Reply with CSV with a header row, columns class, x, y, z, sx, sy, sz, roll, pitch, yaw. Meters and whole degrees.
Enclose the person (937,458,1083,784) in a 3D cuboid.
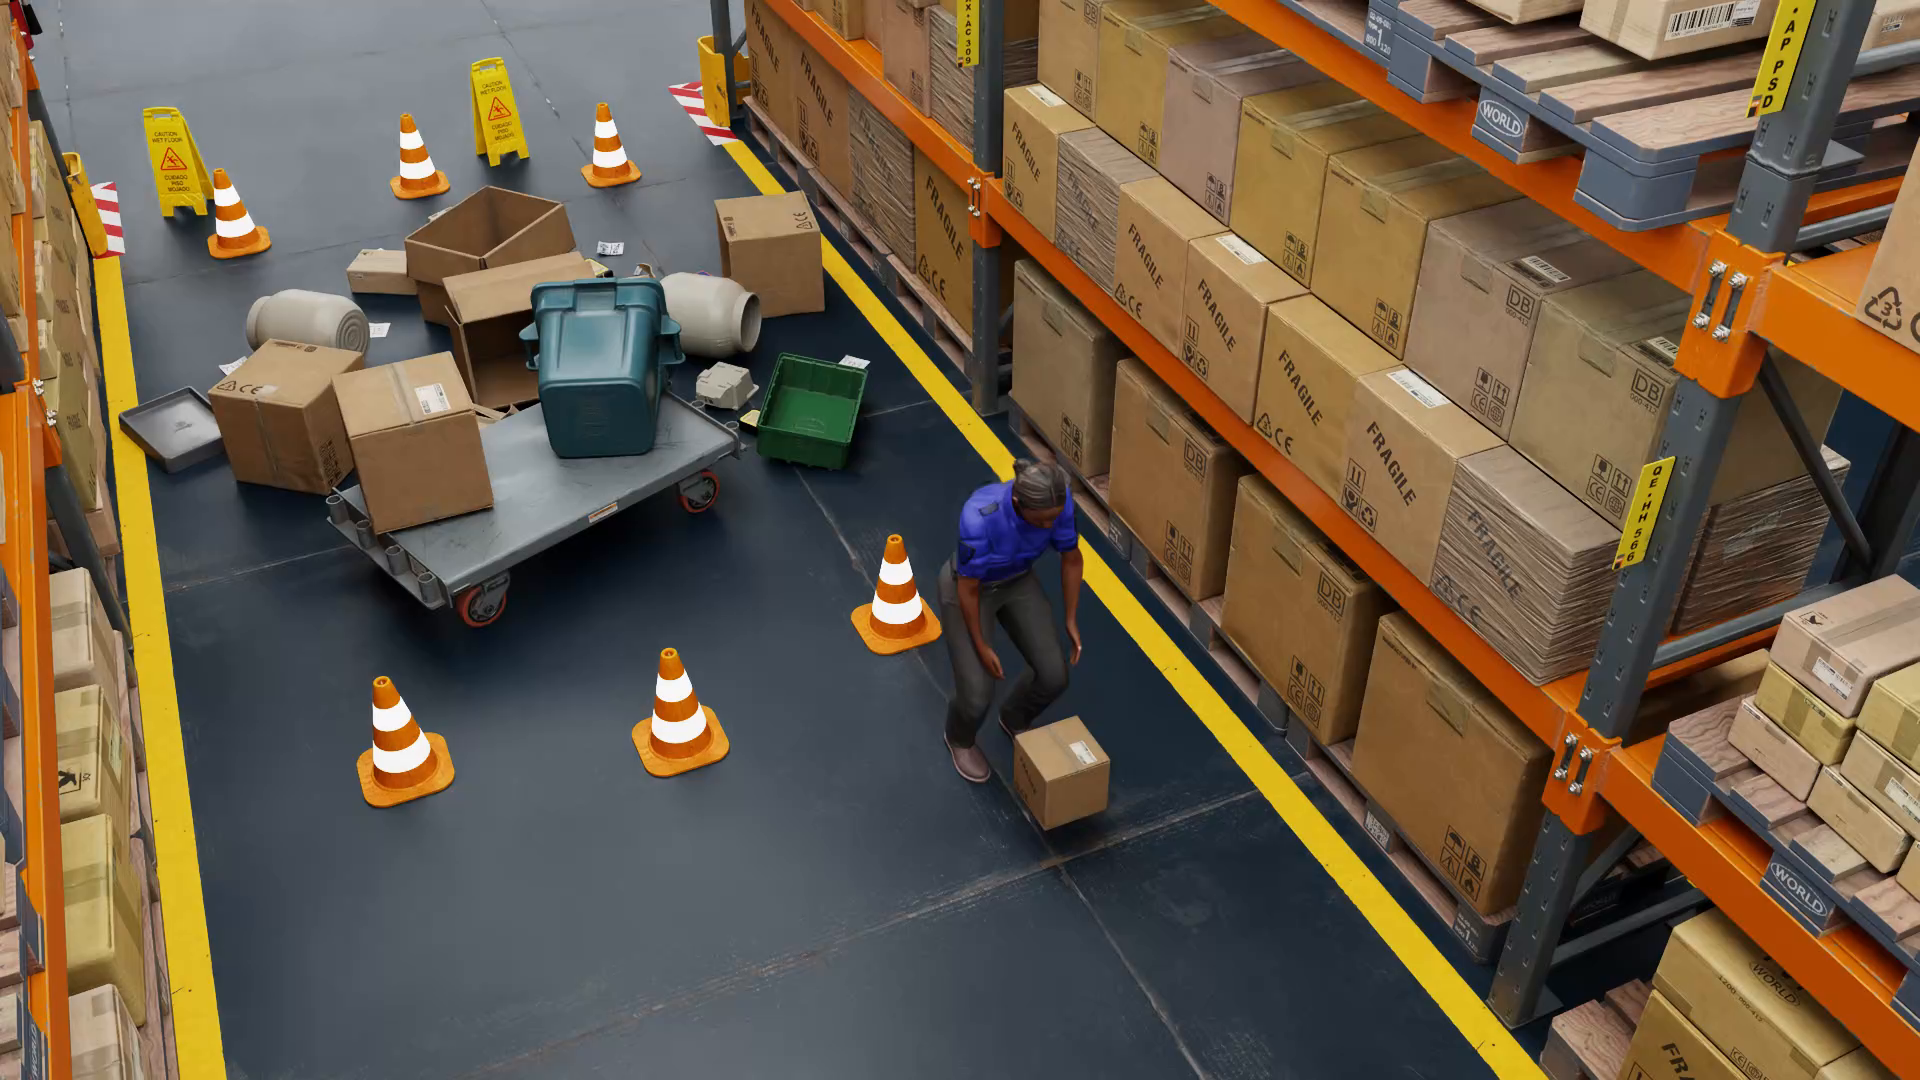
class,x,y,z,sx,sy,sz,roll,pitch,yaw
person,0.188,0.246,6.004,0.490,1.465,0.556,-15,40,-19
